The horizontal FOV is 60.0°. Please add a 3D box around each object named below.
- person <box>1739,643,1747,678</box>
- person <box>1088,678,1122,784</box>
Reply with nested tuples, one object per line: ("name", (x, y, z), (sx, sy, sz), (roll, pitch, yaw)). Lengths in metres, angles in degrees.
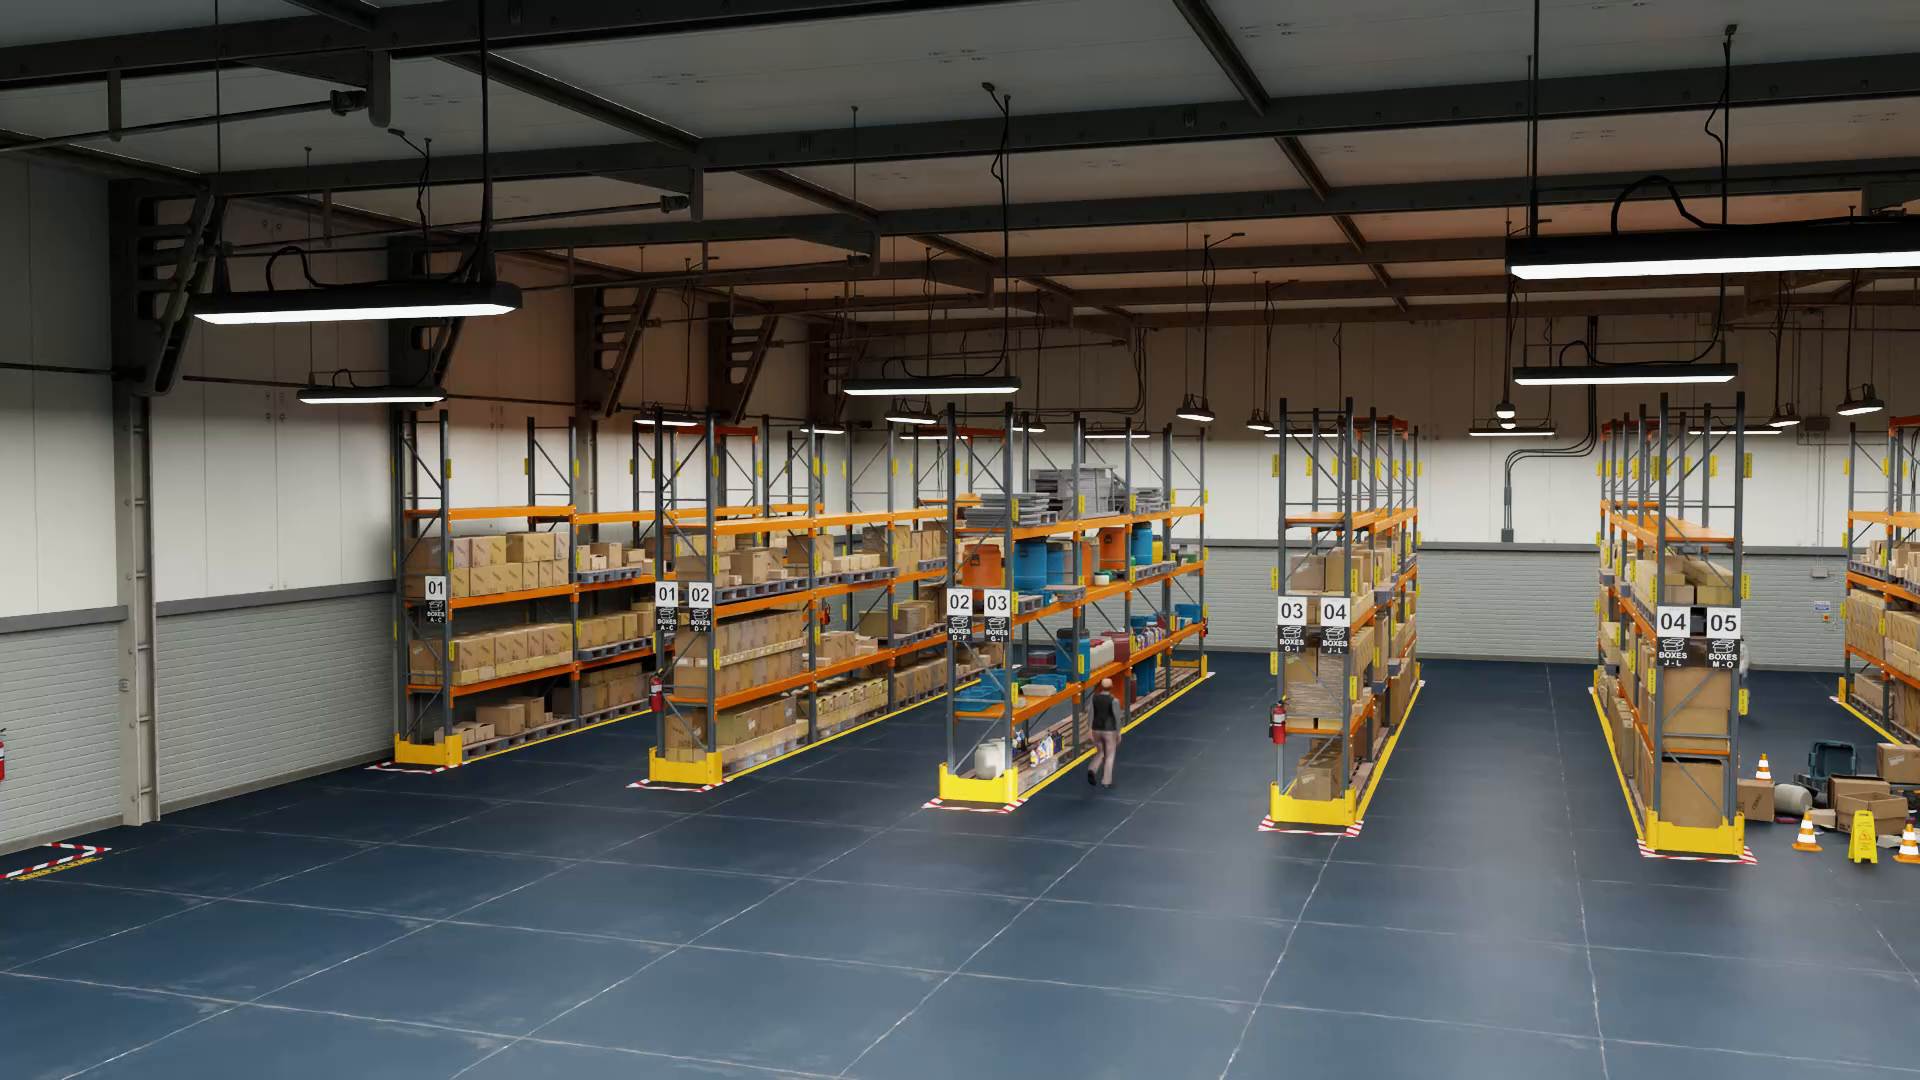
("person", (15.897, 2.468, 34.127), (0.530, 0.737, 0.363), (0, 2, 8))
("person", (2.260, 2.986, 25.974), (0.531, 1.659, 0.466), (2, 3, 45))
